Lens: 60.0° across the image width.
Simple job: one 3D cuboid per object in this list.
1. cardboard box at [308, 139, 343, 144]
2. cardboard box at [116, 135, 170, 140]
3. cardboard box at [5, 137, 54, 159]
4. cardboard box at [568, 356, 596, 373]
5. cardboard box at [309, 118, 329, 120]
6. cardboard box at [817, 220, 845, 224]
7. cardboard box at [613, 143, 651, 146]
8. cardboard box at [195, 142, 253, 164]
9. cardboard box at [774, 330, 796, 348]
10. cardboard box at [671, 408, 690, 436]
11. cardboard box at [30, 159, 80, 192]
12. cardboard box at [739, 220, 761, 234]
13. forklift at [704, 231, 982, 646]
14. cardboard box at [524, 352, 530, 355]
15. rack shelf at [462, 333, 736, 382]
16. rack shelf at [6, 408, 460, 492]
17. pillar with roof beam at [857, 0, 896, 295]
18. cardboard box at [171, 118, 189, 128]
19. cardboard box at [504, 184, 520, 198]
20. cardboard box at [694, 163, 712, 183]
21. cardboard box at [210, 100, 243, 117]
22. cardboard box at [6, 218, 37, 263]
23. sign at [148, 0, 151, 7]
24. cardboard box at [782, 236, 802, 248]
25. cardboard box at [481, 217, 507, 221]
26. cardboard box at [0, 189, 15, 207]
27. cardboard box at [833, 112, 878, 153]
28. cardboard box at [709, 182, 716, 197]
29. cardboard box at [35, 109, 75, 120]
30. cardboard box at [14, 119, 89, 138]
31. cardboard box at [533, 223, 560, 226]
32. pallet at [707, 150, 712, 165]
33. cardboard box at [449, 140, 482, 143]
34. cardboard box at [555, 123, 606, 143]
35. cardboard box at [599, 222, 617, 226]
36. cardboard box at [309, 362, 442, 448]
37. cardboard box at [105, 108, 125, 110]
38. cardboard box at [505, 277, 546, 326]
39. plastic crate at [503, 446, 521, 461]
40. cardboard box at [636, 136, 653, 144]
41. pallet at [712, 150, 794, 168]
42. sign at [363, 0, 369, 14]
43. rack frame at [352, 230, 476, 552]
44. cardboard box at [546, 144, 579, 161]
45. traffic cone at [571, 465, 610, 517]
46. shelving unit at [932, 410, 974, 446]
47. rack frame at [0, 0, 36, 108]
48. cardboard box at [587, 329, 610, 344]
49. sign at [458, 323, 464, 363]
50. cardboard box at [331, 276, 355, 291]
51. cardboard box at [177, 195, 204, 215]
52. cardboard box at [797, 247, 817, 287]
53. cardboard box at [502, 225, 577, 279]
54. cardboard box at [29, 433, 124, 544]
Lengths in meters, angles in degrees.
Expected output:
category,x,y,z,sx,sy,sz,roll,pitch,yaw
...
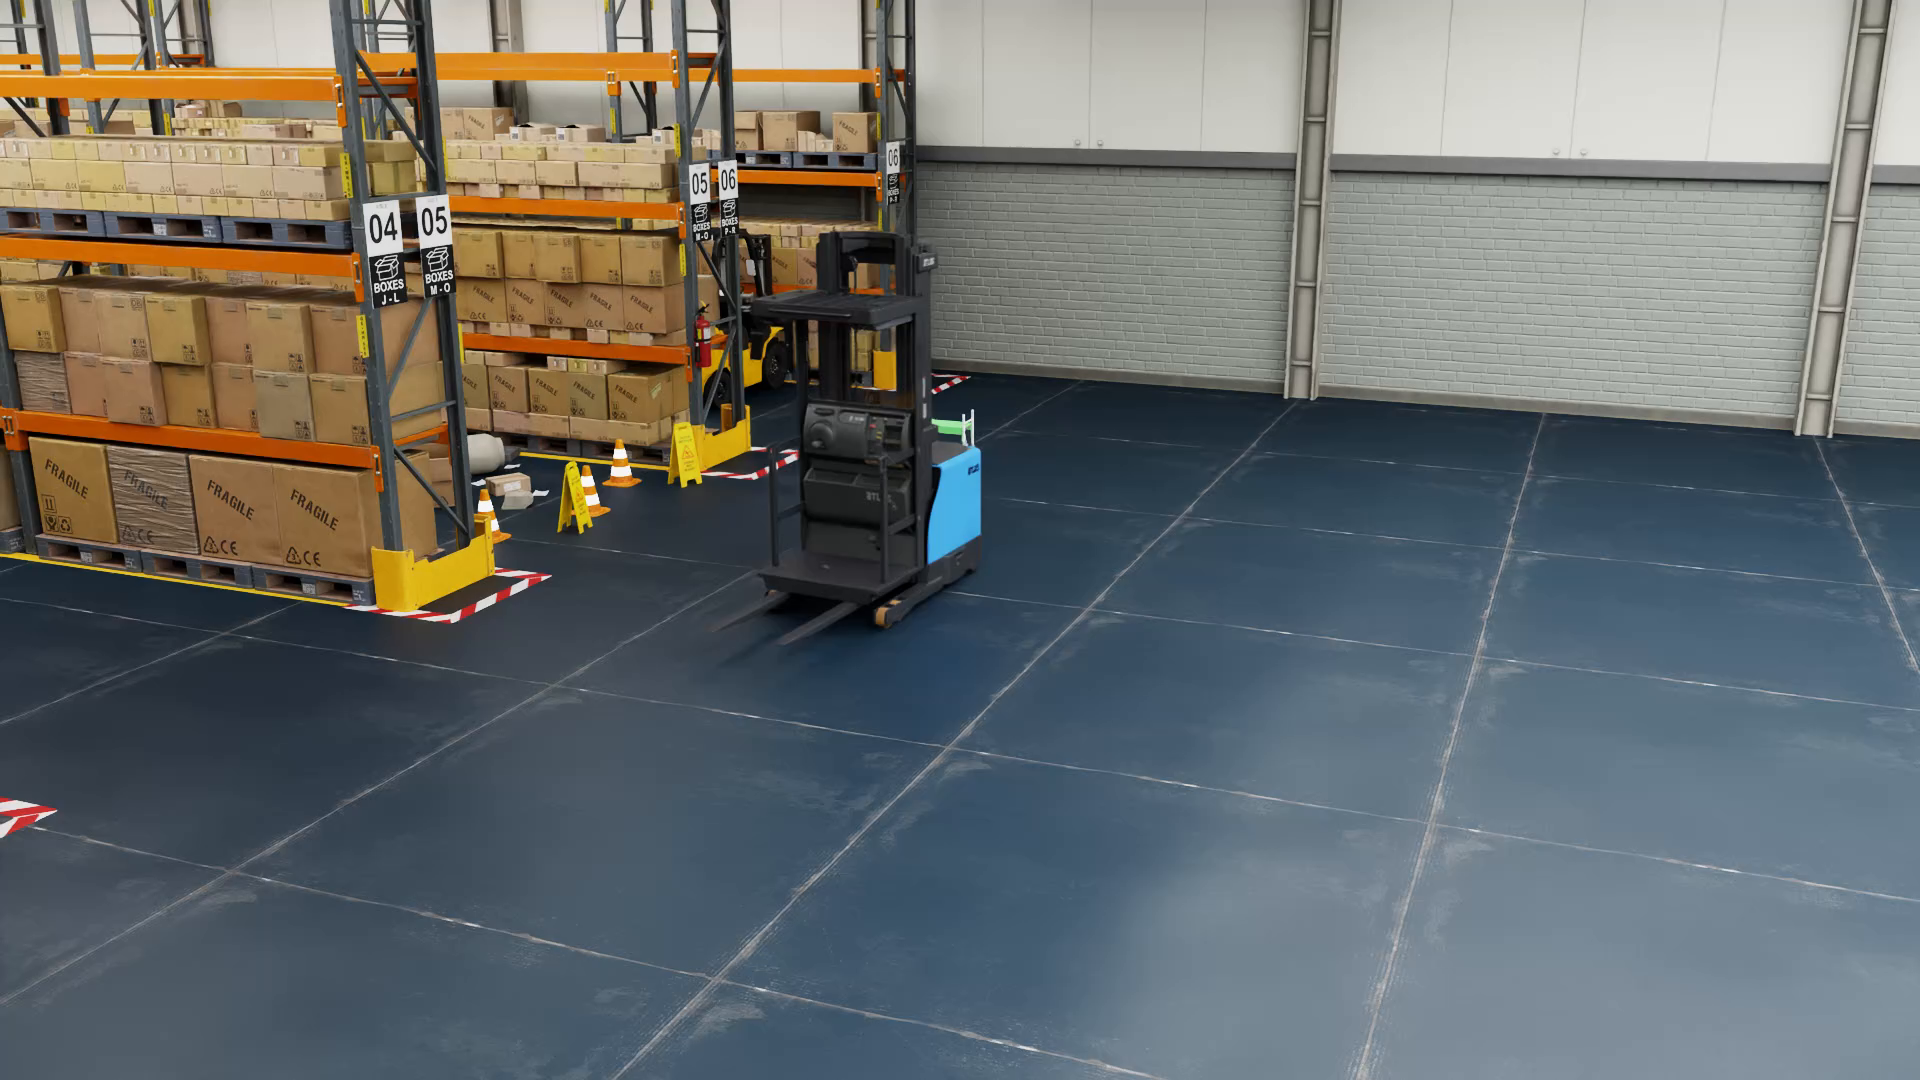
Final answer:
category,x,y,z,sx,sy,sz,roll,pitch,yaw
cardboard box,-5.028,-3.152,13.434,0.250,0.149,0.380,6,17,20
cardboard box,-6.927,-3.360,14.152,0.250,0.149,0.380,7,17,22
cardboard box,-7.633,-3.241,13.741,0.250,0.149,0.380,6,17,20
cardboard box,-4.081,-1.939,18.217,0.250,0.149,0.380,7,17,22
cardboard box,-9.707,-6.357,25.407,0.250,0.149,0.380,6,17,20
cardboard box,-1.764,-4.293,22.780,0.250,0.149,0.380,6,17,21
cardboard box,-3.553,-4.225,18.063,0.250,0.149,0.380,6,17,20
cardboard box,-5.745,-3.034,13.027,0.250,0.149,0.380,6,17,21
cardboard box,-2.342,-2.804,22.810,0.500,0.250,0.500,6,17,19
cardboard box,-3.290,-1.360,18.733,0.500,0.250,0.500,6,17,20
cardboard box,-7.262,-3.027,13.719,0.500,0.250,0.500,6,17,20
cardboard box,-2.891,-4.282,22.744,0.250,0.149,0.380,6,17,21
forklift,-0.908,-0.863,12.964,1.130,2.935,3.031,8,18,25
cardboard box,-5.240,-1.933,19.361,0.500,0.500,0.500,7,17,22
rack shelf,-4.502,-2.184,18.682,4.000,0.370,1.077,6,17,21
rack shelf,-6.224,-0.890,14.225,4.000,0.370,1.077,6,17,21
pillar with roof beam,-2.720,-5.682,18.681,0.400,9.000,9.100,6,17,21
cardboard box,-11.870,-6.408,25.547,0.250,0.149,0.380,7,18,22
cardboard box,-4.726,-3.800,18.030,0.250,0.149,0.380,6,17,21
cardboard box,-3.011,-3.957,17.854,0.500,0.250,0.500,6,17,20
cardboard box,-11.419,-6.719,25.876,0.258,0.266,0.396,6,17,21
cardboard box,-11.600,-3.759,20.846,0.500,0.500,0.500,6,17,21
sign,-9.893,-6.652,20.207,0.005,0.325,0.100,6,17,21
cardboard box,-2.209,-4.039,22.440,0.250,0.149,0.380,6,17,19
cardboard box,-6.917,-4.715,24.770,0.250,0.149,0.380,6,17,20
cardboard box,-7.871,-2.884,13.941,0.250,0.149,0.380,6,17,20
cardboard box,-1.325,-5.333,21.747,0.500,0.500,0.500,7,18,22
cardboard box,-2.831,-3.763,17.901,0.250,0.149,0.380,6,17,21
cardboard box,-14.448,-6.785,26.701,0.500,0.250,0.500,6,17,20
cardboard box,-11.074,-4.885,20.385,0.500,0.500,0.700,5,17,18
cardboard box,-5.913,-4.454,23.871,0.250,0.149,0.380,6,17,19
pallet,-3.742,-5.339,23.039,1.213,0.211,1.003,6,17,21
cardboard box,-5.508,-4.404,18.681,0.250,0.149,0.380,7,17,22
cardboard box,-5.307,-5.680,23.282,0.500,0.311,0.500,6,17,19
cardboard box,-5.023,-4.514,24.075,0.250,0.149,0.380,6,17,19
cardboard box,-4.725,-1.129,13.489,0.550,0.550,0.875,6,17,21
cardboard box,-13.769,-6.866,26.979,0.500,0.250,0.500,6,17,21
cardboard box,-4.640,-2.661,18.322,0.500,0.500,0.500,6,17,21
plastic crate,-5.203,-0.958,18.408,0.583,0.080,0.402,0,16,1
cardboard box,-4.239,-5.466,22.837,0.250,0.149,0.380,7,17,22
pallet,-2.611,-5.214,22.608,1.213,0.211,1.003,6,17,21
sign,-8.456,-7.657,23.666,0.005,0.325,0.100,6,17,21
rack frame,-4.364,-1.031,13.420,0.127,3.000,1.000,6,17,21
cardboard box,-4.210,-4.143,17.781,0.250,0.149,0.380,6,17,19
traffic cone,-3.606,-0.493,16.119,0.334,0.463,0.336,6,17,21
shelving unit,-0.154,-0.593,15.141,0.503,1.200,0.258,6,17,21
rack frame,-15.708,-8.130,27.115,0.127,3.000,1.000,6,17,21
cardboard box,-3.825,-2.234,18.016,0.250,0.149,0.380,7,17,22
sign,-4.154,-1.628,13.781,0.005,0.325,0.100,6,17,21
cardboard box,-6.876,-3.114,19.131,0.500,0.500,0.500,6,17,20
cardboard box,-5.979,-2.676,13.226,0.250,0.149,0.380,6,17,21
cardboard box,-1.857,-3.698,22.429,0.500,0.500,0.500,7,18,22
cardboard box,-4.590,-3.158,18.240,0.500,0.500,0.700,6,17,20
cardboard box,-7.525,-0.539,14.783,0.875,0.875,0.875,7,17,21
